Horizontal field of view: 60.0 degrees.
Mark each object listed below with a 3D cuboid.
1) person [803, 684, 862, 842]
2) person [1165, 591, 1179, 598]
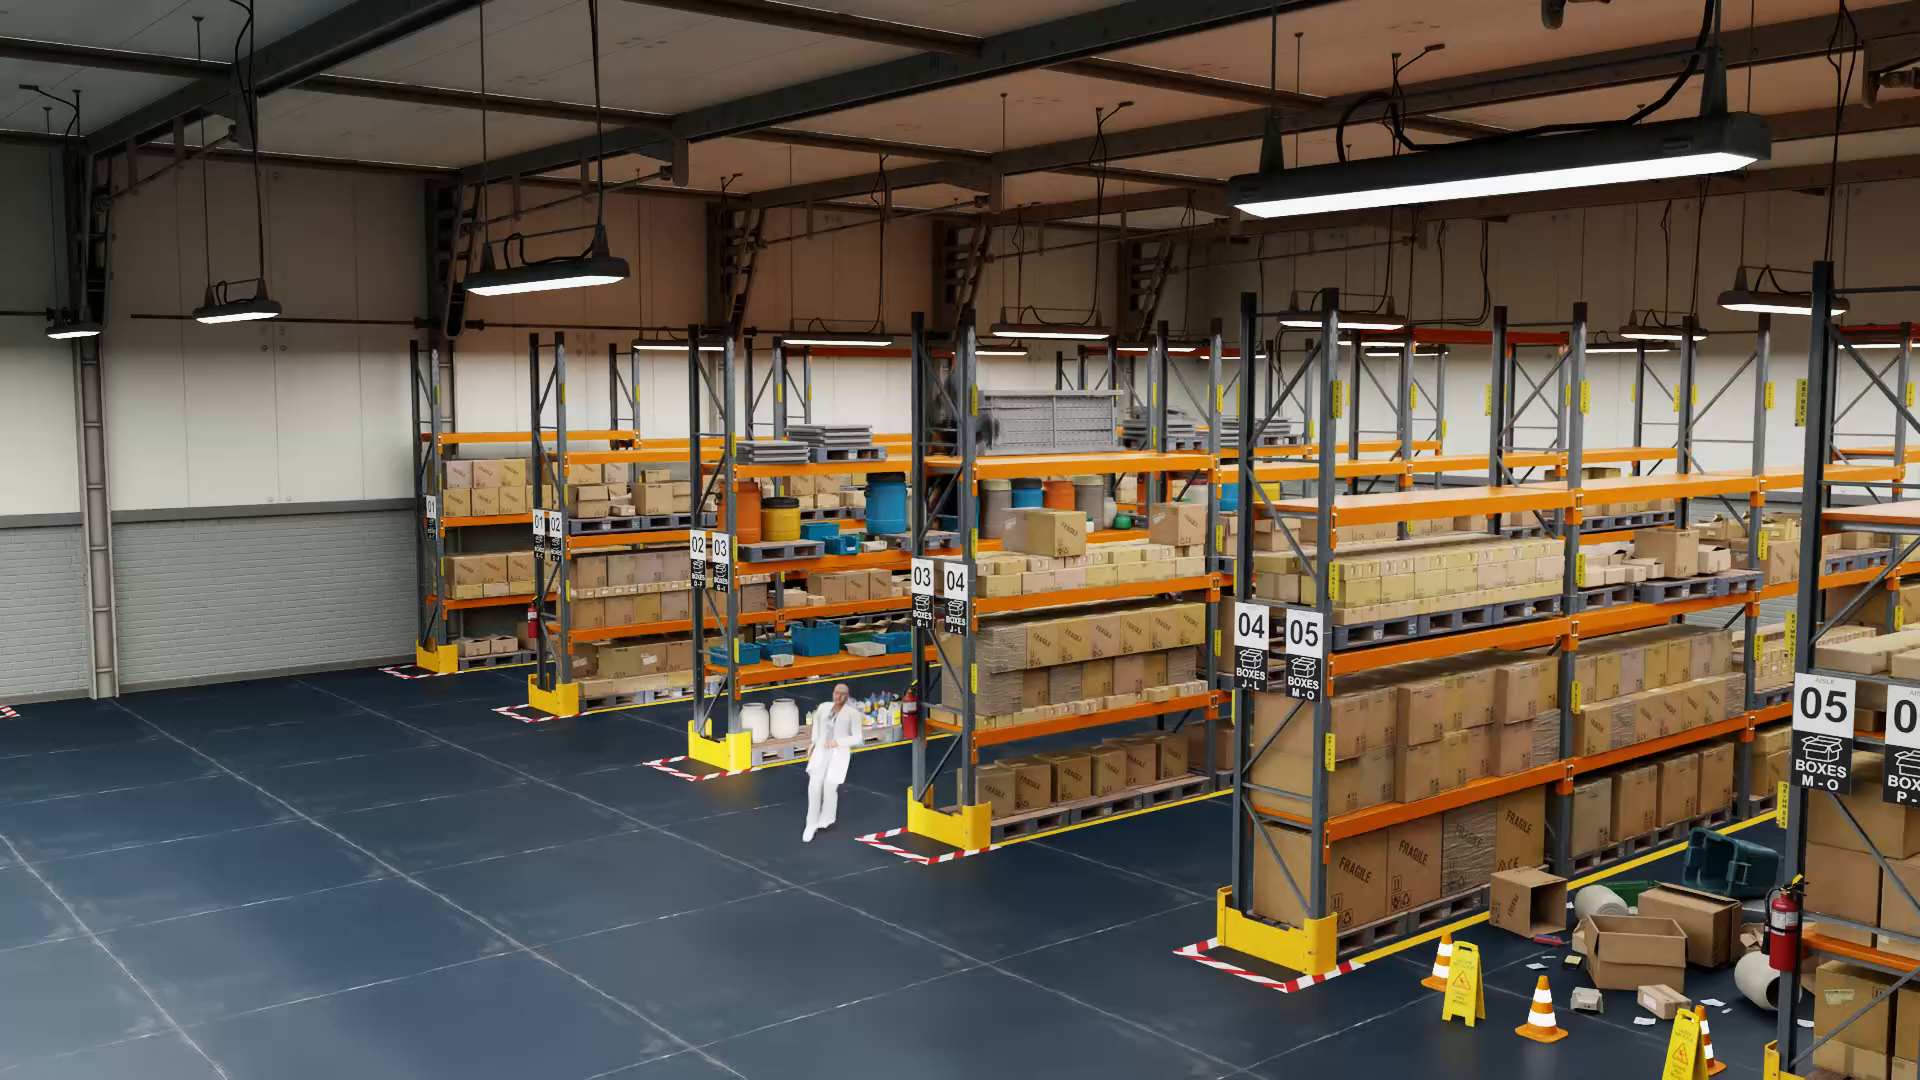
[{"bbox_3d":[-1.443,2.521,19.083,0.689,1.758,0.763,1,5,12],"label":"person"},{"bbox_3d":[4.147,1.273,32.536,0.675,1.753,0.887,5,7,43],"label":"person"}]
